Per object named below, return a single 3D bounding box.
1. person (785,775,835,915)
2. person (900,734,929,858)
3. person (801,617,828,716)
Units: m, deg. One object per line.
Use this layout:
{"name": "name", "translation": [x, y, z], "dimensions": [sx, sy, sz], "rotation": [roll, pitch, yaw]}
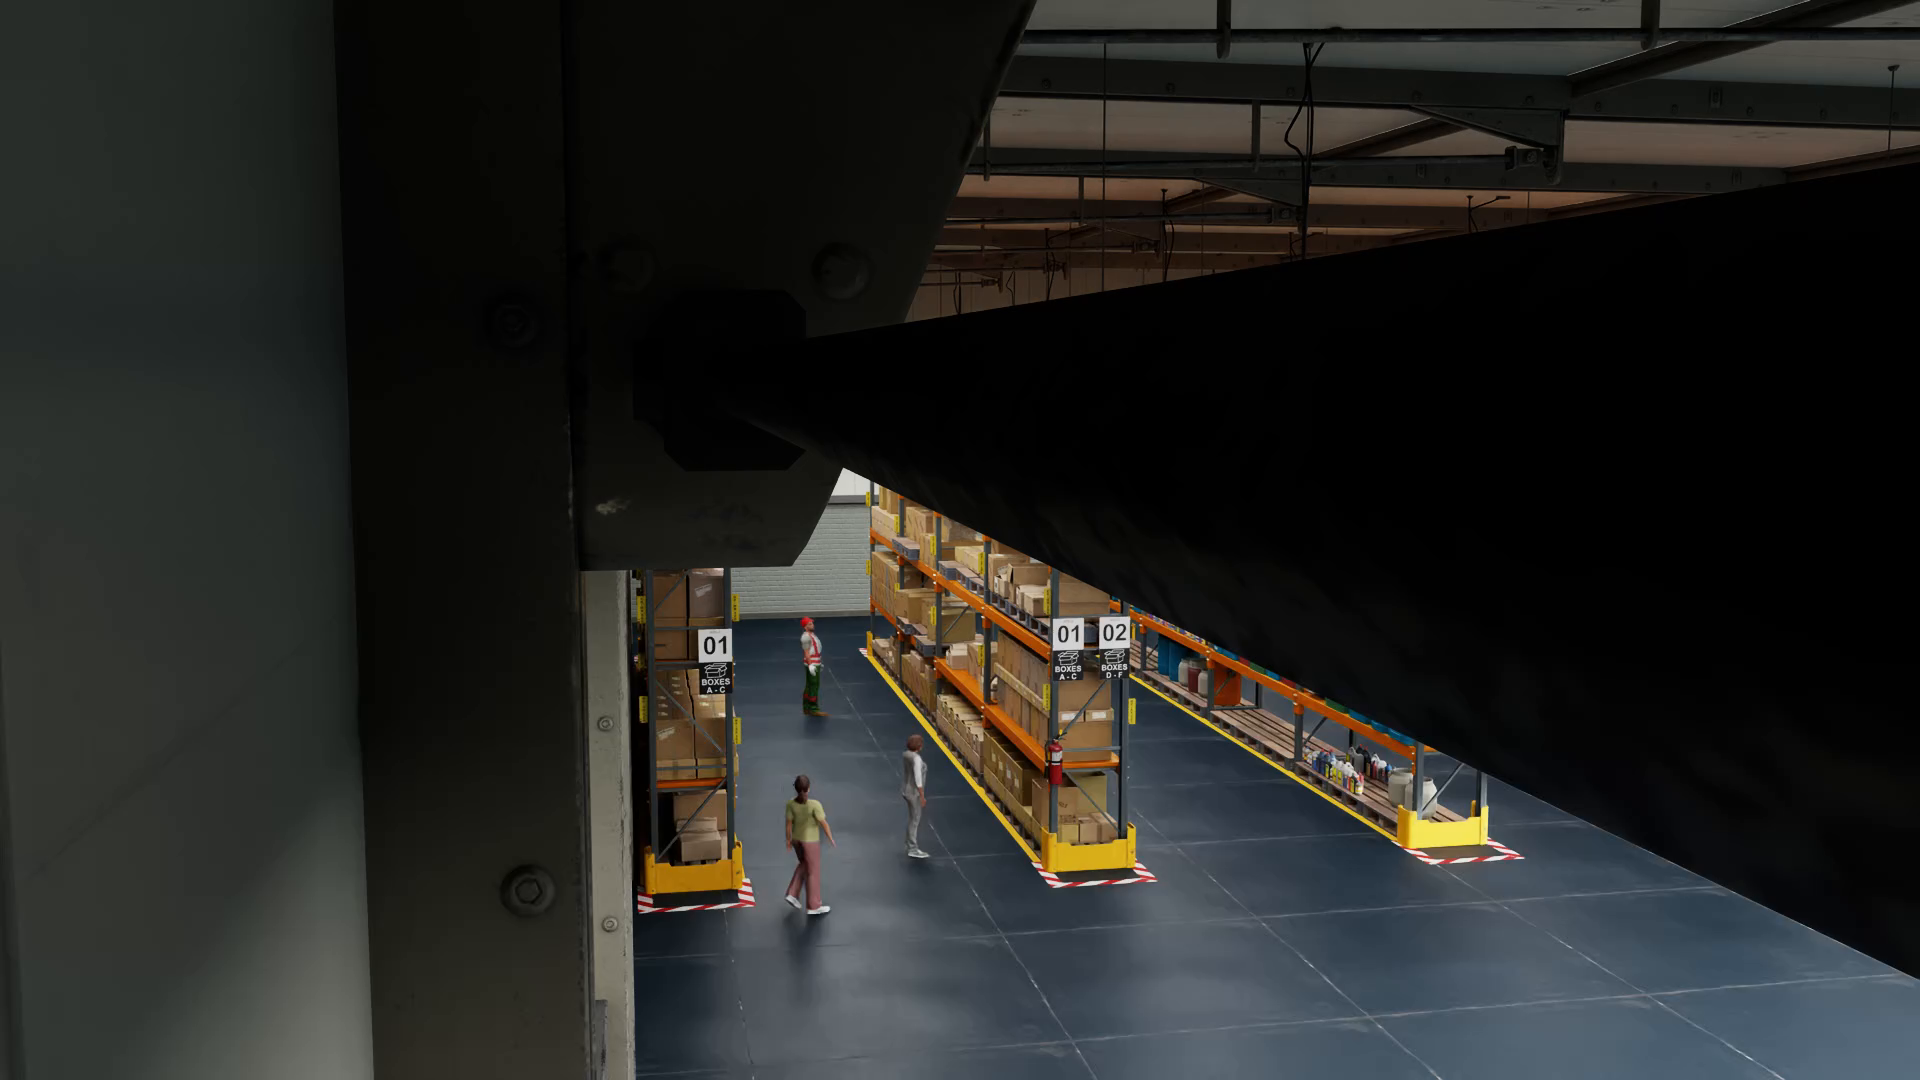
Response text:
{"name": "person", "translation": [-1.748, 3.508, 19.208], "dimensions": [0.512, 1.666, 0.517], "rotation": [5, 8, 39]}
{"name": "person", "translation": [-0.593, 3.326, 21.520], "dimensions": [0.332, 1.660, 0.500], "rotation": [-2, 6, -19]}
{"name": "person", "translation": [-2.652, 2.294, 30.241], "dimensions": [0.483, 1.783, 0.595], "rotation": [0, 6, -4]}
